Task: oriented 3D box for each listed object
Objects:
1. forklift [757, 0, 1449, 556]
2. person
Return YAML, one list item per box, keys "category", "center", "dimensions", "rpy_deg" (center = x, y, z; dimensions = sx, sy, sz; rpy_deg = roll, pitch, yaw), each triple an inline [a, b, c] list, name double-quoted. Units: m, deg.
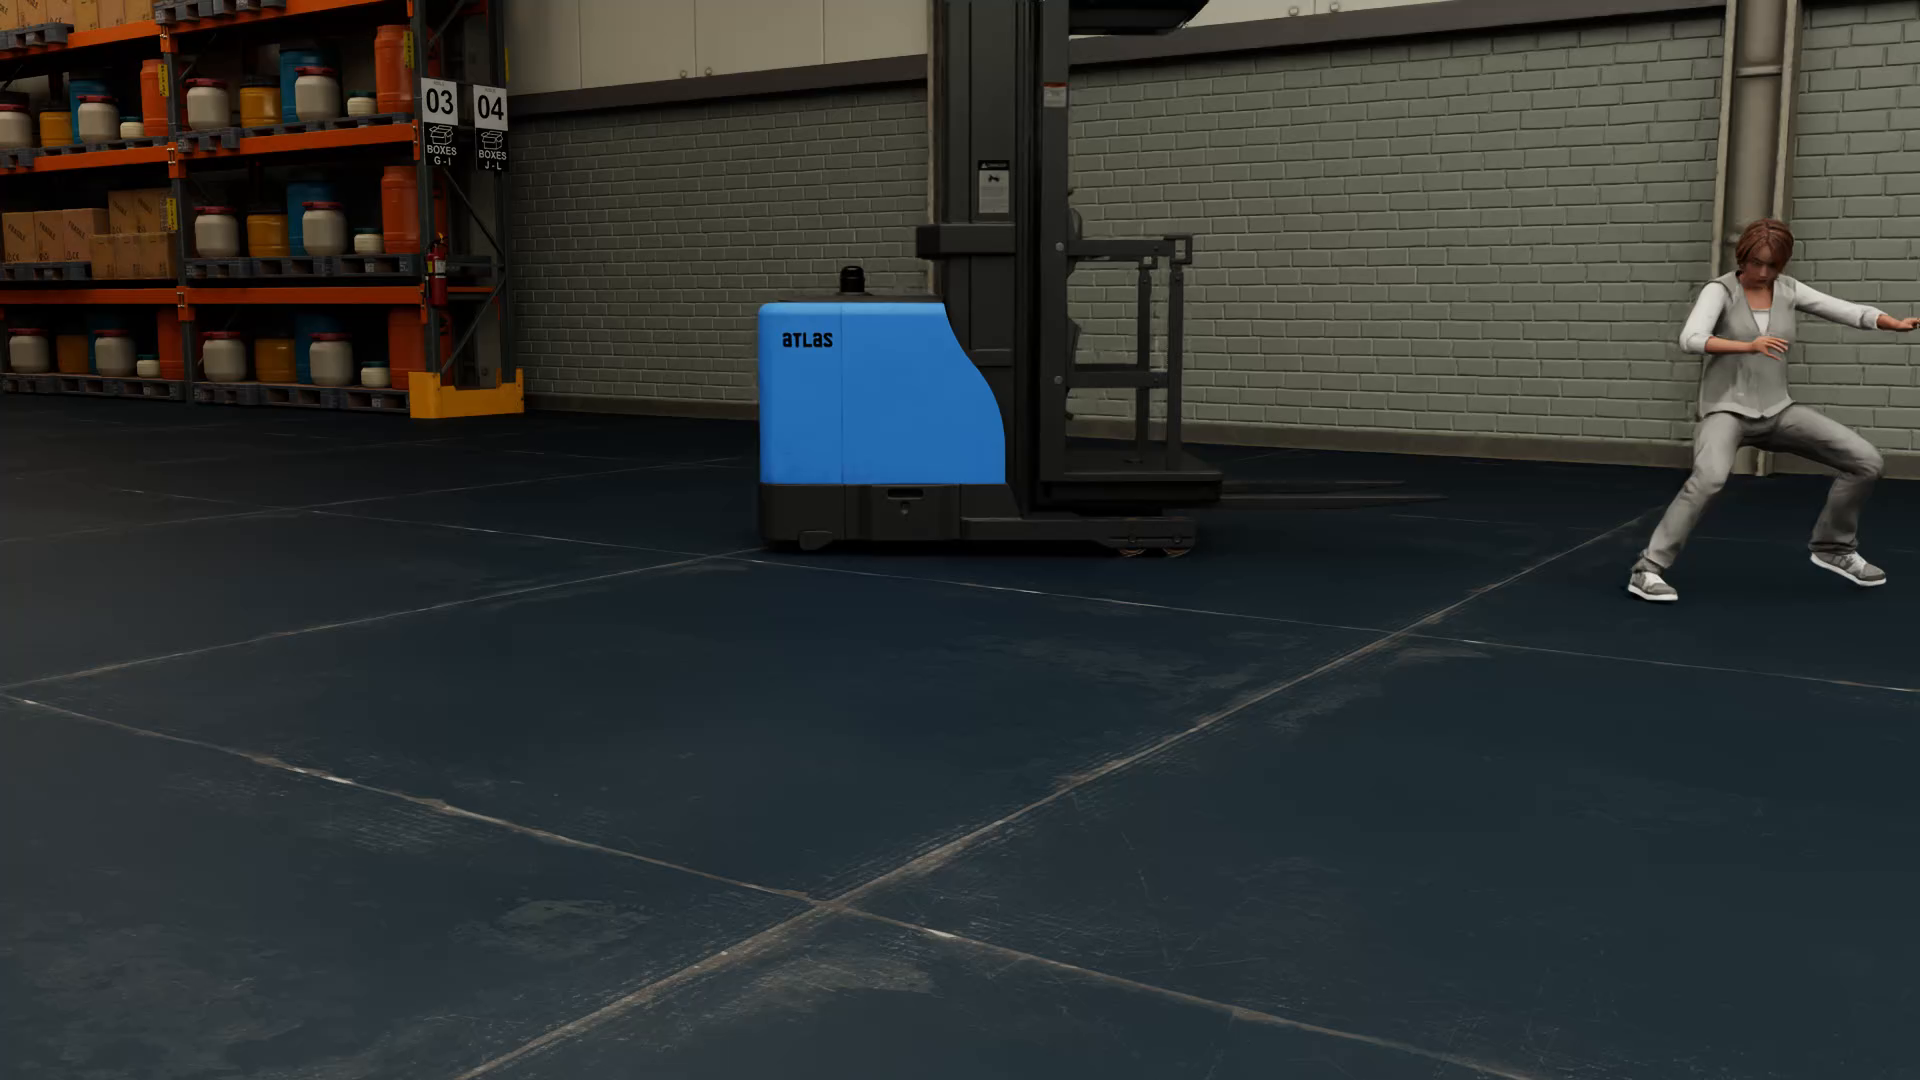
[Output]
- category: "forklift"
  center: [0.632, -1.456, 7.433]
  dimensions: [3.031, 2.935, 1.130]
  rpy_deg: [0, 8, -1]
- category: "person"
  center: [2.976, -0.474, 6.108]
  dimensions: [0.997, 1.360, 0.618]
  rpy_deg: [0, 8, 2]
